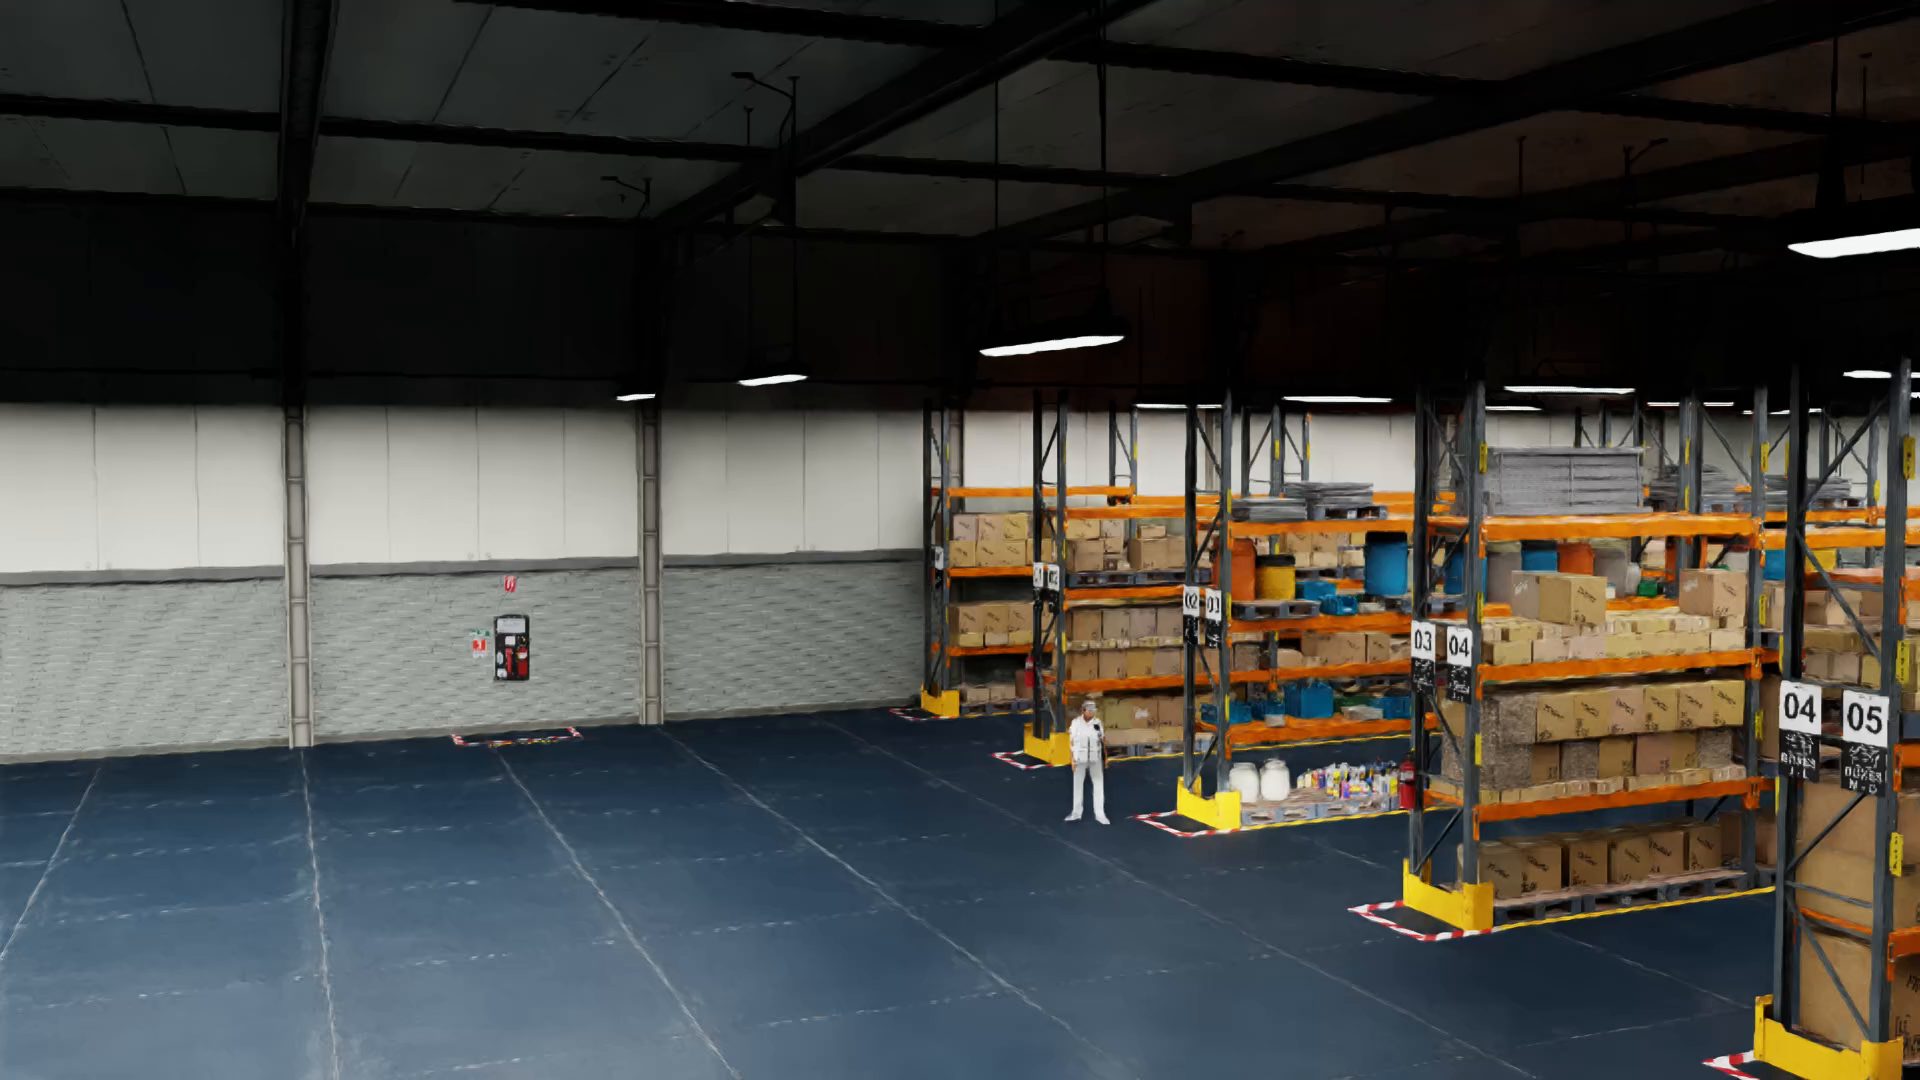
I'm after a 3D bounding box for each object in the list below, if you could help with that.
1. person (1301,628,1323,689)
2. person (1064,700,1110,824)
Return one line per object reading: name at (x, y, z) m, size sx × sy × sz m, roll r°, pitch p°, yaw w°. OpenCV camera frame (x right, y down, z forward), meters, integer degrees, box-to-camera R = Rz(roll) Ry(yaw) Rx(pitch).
person at (6.935, 2.409, 32.771) m, size 0.997 × 1.623 × 0.448 m, roll -2°, pitch 4°, yaw -31°
person at (1.724, 2.995, 22.573) m, size 0.606 × 1.668 × 0.421 m, roll 0°, pitch 3°, yaw -2°
